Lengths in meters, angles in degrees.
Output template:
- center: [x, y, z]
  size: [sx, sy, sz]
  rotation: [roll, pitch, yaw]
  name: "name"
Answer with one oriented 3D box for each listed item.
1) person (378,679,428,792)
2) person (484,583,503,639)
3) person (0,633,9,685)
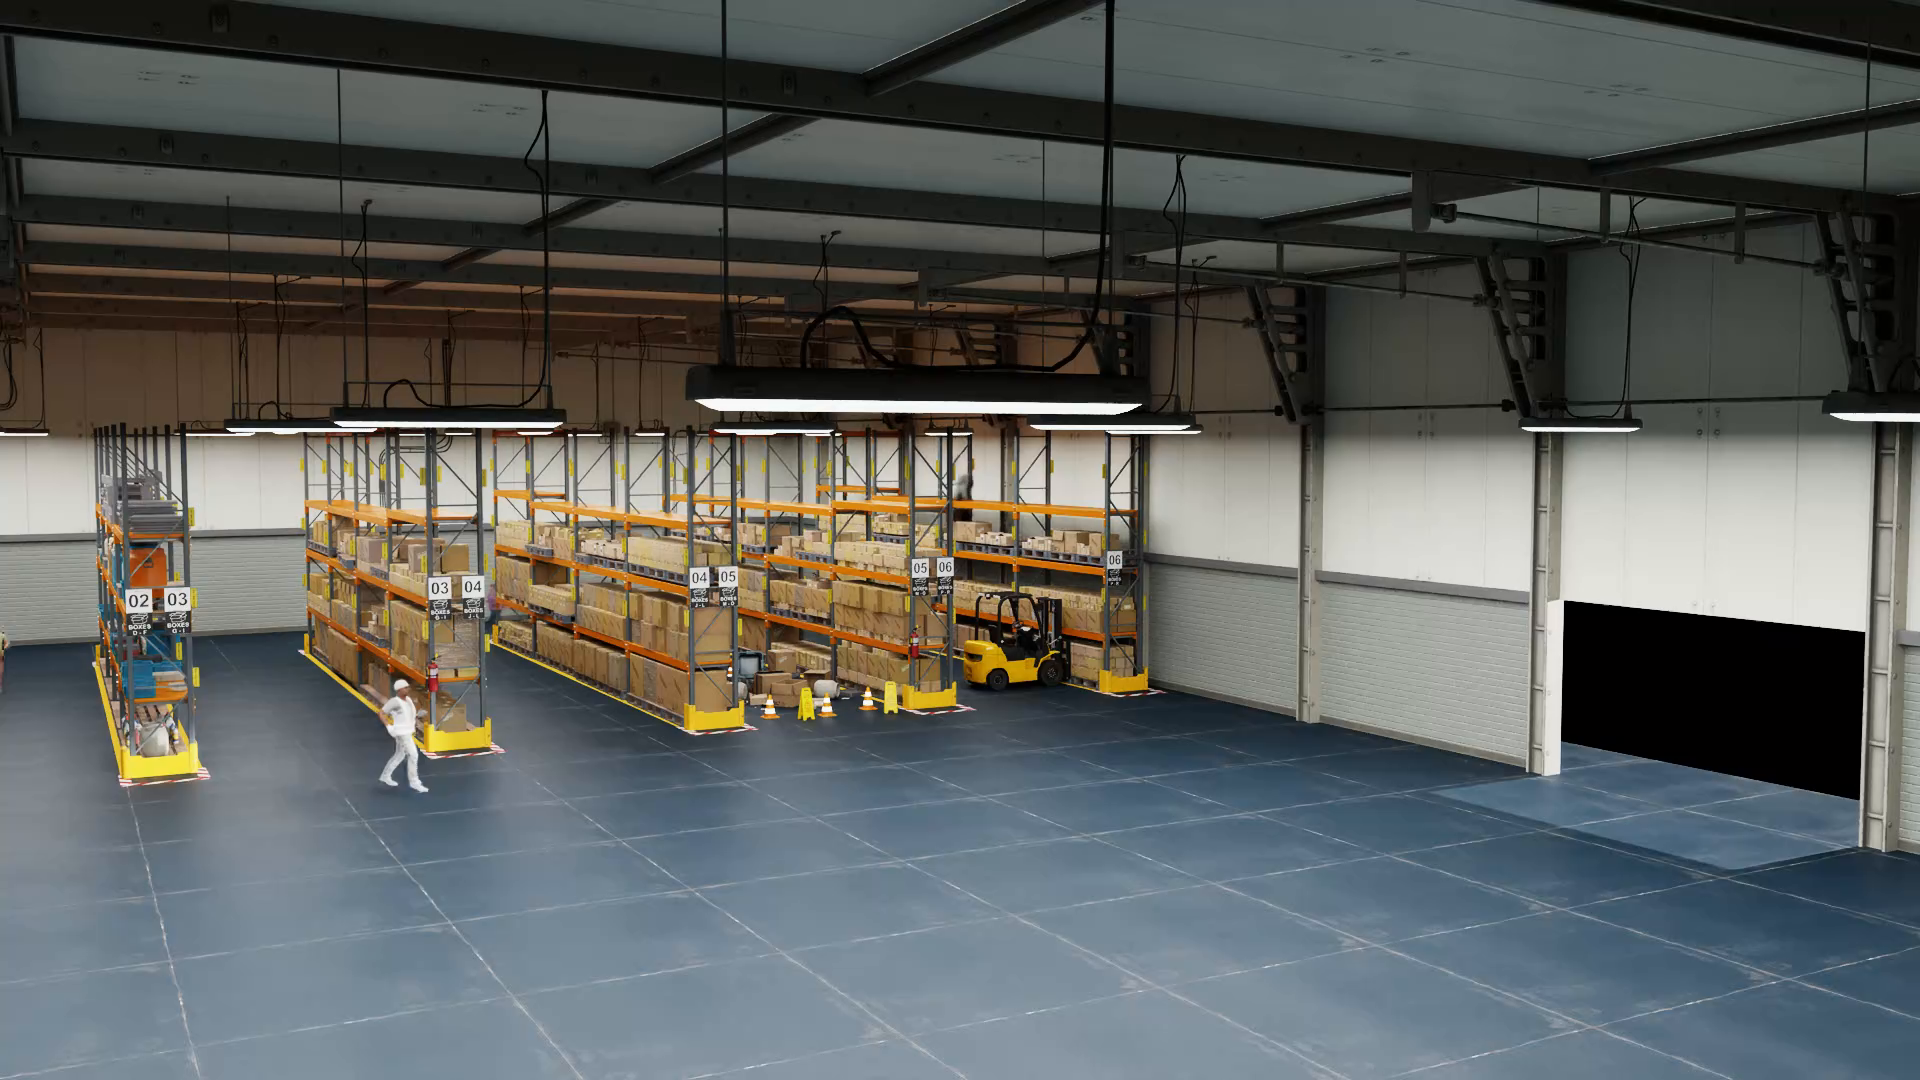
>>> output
- center: [-9.055, 3.174, 27.028]
  size: [0.863, 1.821, 0.673]
  rotation: [0, 3, 1]
  name: "person"
- center: [-13.360, 2.049, 47.849]
  size: [0.566, 1.593, 0.780]
  rotation: [3, 5, 42]
  name: "person"
- center: [-21.768, 2.644, 37.521]
  size: [0.579, 1.629, 0.548]
  rotation: [-3, 5, -42]
  name: "person"
